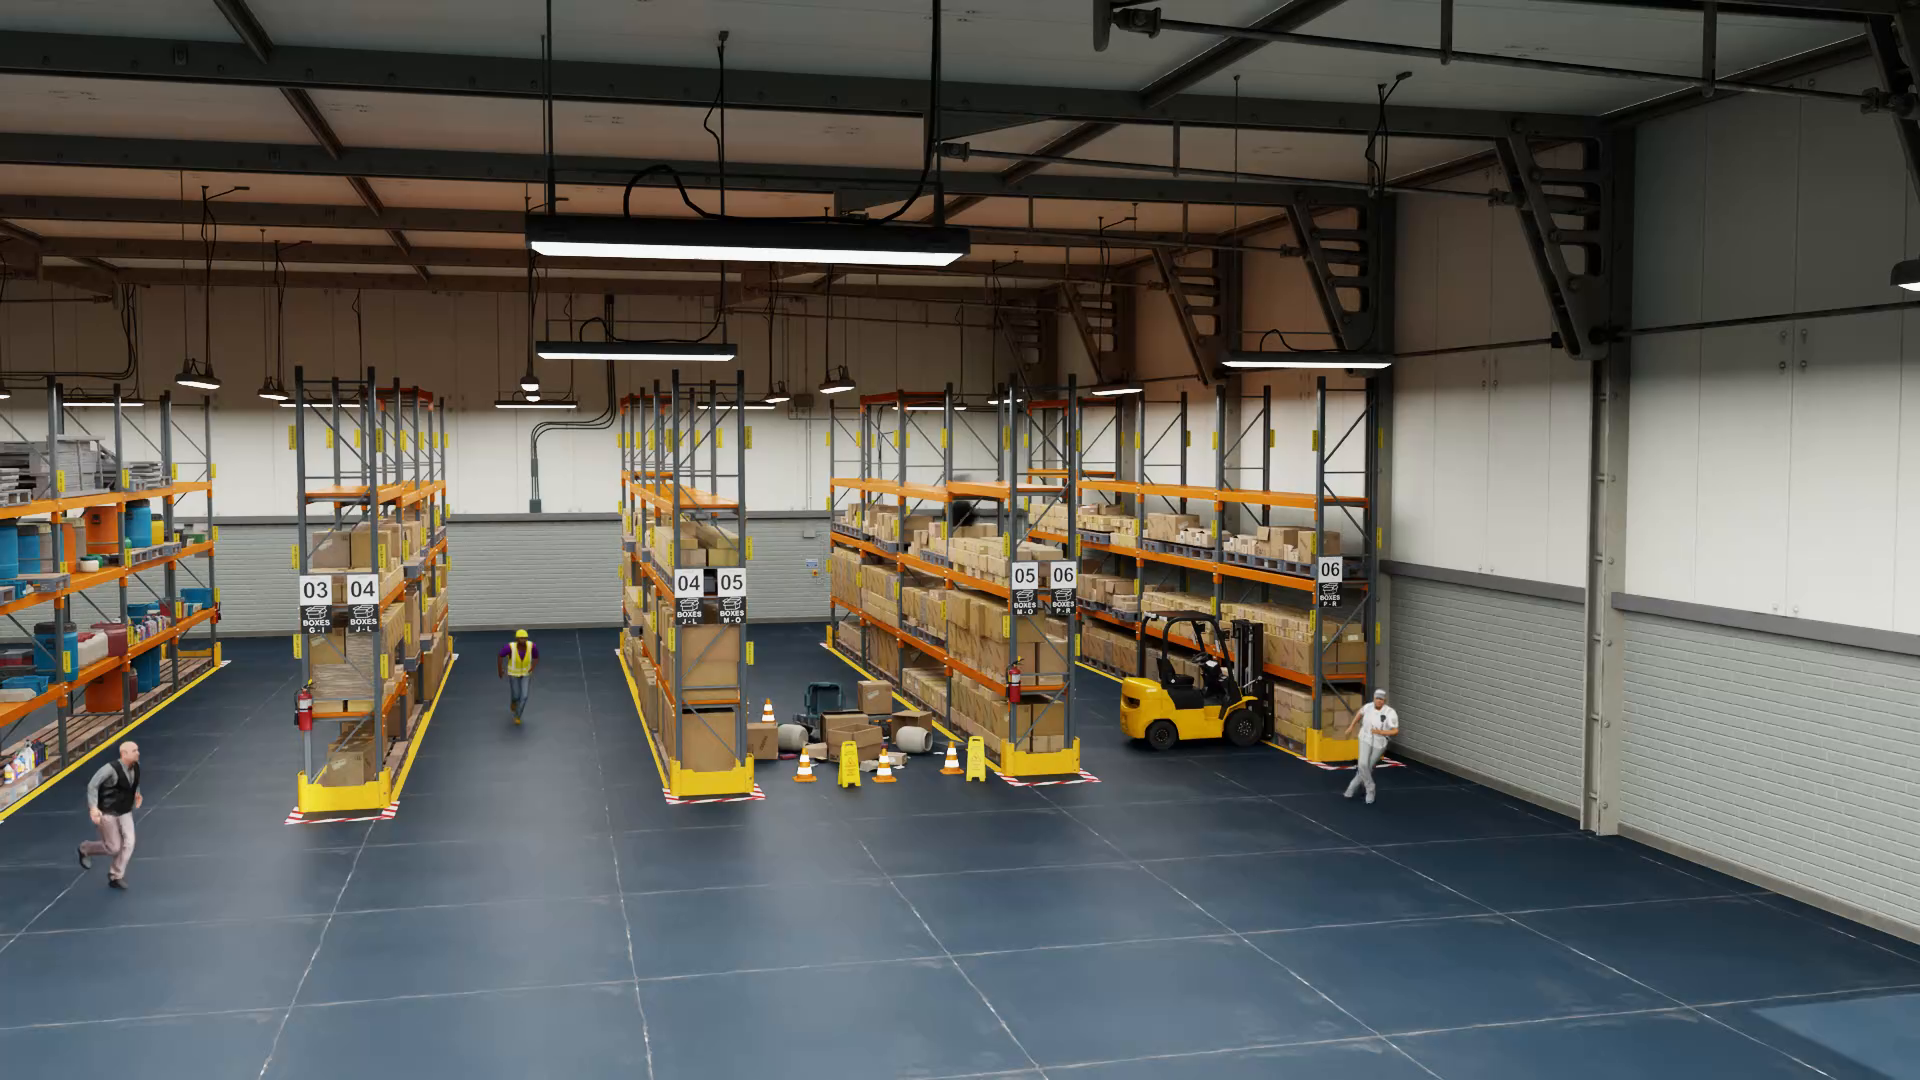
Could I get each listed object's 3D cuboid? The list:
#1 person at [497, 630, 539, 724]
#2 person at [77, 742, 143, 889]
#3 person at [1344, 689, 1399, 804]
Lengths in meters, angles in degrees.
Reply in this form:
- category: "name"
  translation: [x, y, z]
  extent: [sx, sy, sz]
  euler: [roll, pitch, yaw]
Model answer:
- category: "person"
  translation: [-7.826, 2.415, 29.510]
  extent: [0.702, 1.690, 0.763]
  euler: [-2, 4, -29]
- category: "person"
  translation: [-9.566, 3.081, 18.704]
  extent: [0.818, 1.665, 0.662]
  euler: [1, 4, 14]
- category: "person"
  translation: [5.696, 2.824, 23.027]
  extent: [0.727, 1.578, 0.681]
  euler: [1, 4, 14]
